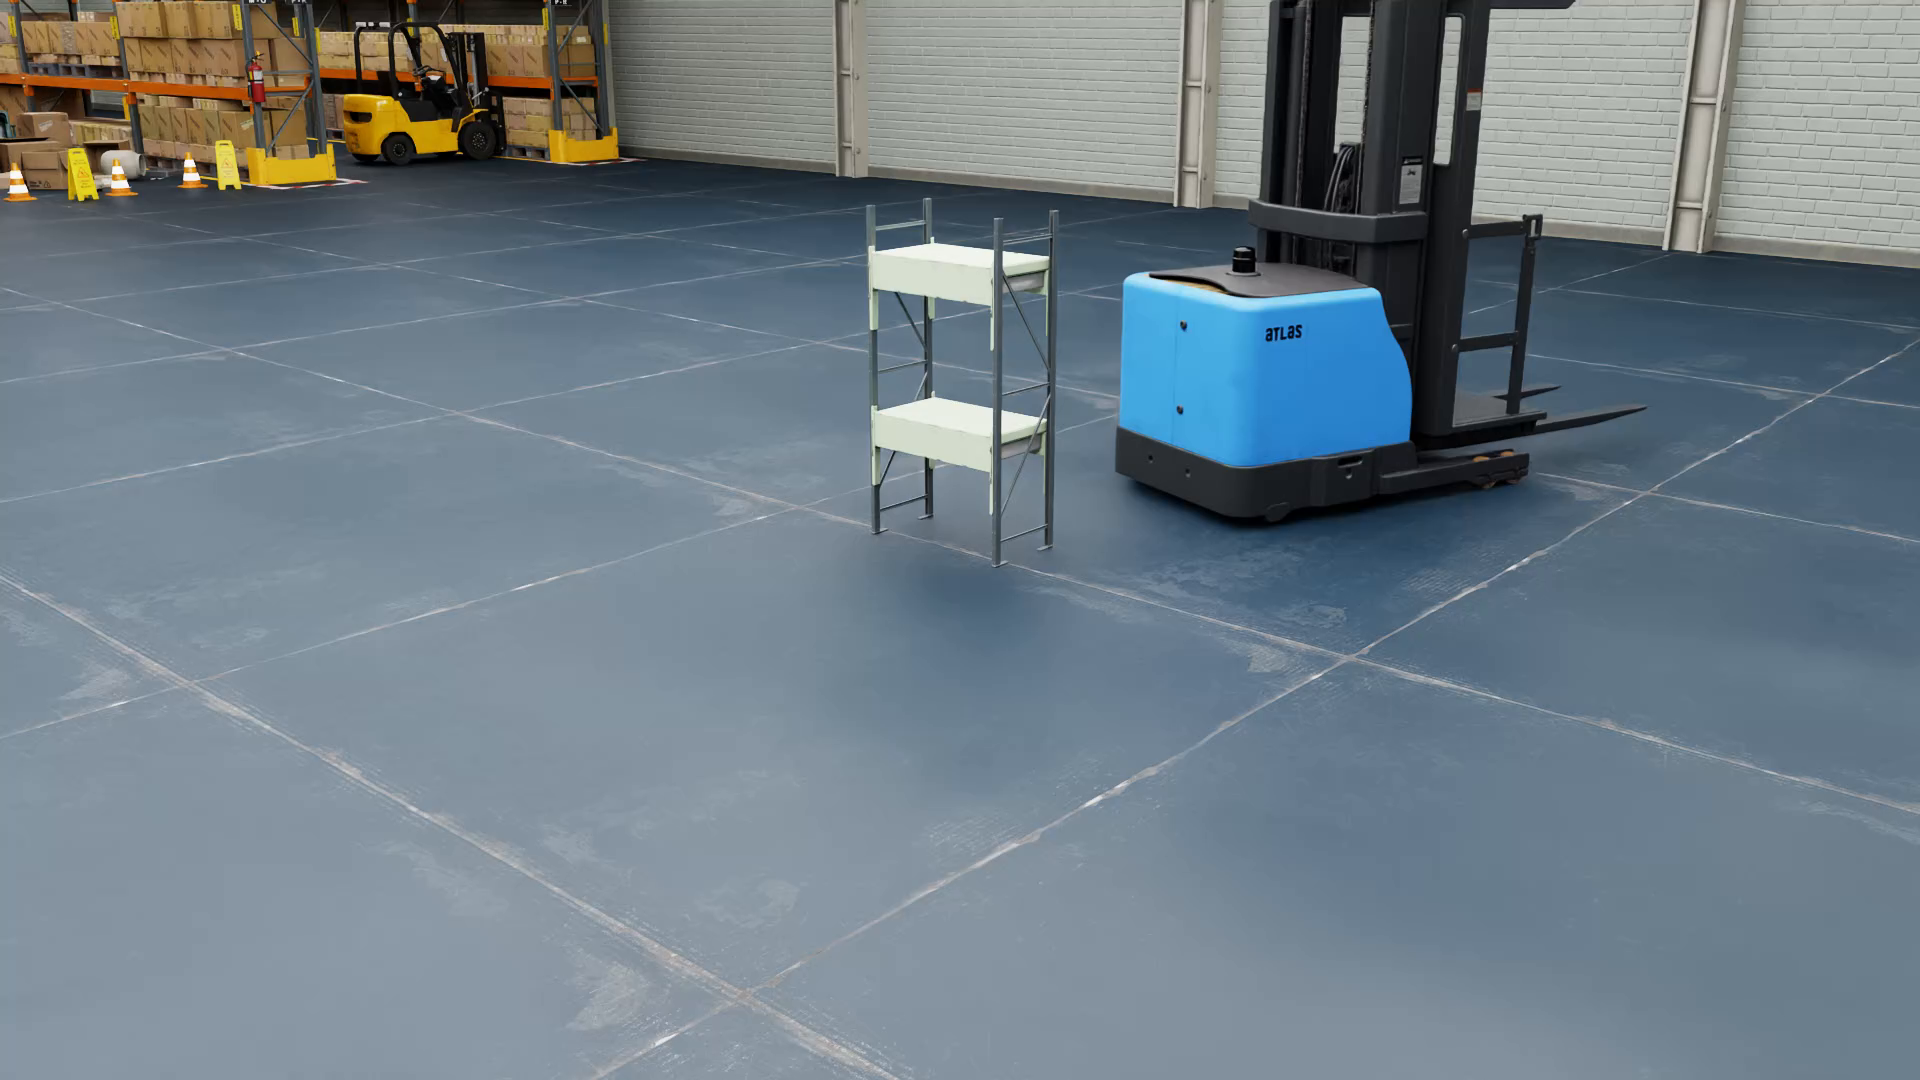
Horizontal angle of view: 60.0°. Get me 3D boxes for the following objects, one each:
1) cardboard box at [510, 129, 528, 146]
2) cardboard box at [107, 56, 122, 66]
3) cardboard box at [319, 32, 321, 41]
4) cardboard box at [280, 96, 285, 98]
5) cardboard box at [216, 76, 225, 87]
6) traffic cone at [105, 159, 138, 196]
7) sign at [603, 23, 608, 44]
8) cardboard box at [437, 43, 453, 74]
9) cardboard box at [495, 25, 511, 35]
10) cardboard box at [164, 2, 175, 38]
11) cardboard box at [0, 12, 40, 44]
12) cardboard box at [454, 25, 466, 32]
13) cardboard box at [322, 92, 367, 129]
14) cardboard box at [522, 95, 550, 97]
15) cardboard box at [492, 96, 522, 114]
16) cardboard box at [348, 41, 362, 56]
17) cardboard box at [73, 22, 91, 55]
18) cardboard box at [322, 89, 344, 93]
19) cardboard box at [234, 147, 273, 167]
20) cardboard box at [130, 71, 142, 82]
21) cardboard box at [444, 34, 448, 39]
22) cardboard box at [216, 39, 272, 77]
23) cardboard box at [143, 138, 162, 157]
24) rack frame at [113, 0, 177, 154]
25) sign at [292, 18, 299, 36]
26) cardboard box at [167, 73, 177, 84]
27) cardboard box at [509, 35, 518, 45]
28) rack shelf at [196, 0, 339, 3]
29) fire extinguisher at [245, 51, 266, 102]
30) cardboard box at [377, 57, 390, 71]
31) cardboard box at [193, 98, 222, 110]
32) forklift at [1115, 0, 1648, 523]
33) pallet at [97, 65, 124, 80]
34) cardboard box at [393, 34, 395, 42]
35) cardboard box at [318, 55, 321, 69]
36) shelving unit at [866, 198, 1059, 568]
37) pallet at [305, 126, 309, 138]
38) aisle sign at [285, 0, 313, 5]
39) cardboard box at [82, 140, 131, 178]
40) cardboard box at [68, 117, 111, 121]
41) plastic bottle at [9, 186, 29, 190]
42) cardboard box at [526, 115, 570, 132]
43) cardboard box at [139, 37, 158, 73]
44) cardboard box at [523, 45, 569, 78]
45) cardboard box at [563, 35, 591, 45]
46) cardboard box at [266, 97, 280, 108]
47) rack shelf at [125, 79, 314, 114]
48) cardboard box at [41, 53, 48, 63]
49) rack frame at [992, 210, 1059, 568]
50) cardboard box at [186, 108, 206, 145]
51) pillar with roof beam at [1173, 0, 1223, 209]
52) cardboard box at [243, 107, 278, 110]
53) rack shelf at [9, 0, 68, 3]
[{"bbox_3d":[-7.074,-6.664,27.501,0.500,0.250,0.500,15,23,39],"label":"cardboard box"},{"bbox_3d":[-12.999,-7.450,25.848,0.250,0.149,0.380,15,23,40],"label":"cardboard box"},{"bbox_3d":[-11.888,-9.428,31.124,0.250,0.149,0.380,16,23,40],"label":"cardboard box"},{"bbox_3d":[-13.061,-8.726,32.514,0.250,0.149,0.380,14,22,37],"label":"cardboard box"},{"bbox_3d":[-10.302,-6.514,23.595,0.250,0.149,0.380,15,23,38],"label":"cardboard box"},{"bbox_3d":[-11.100,-4.791,21.944,0.334,0.463,0.336,15,23,39],"label":"traffic cone"},{"bbox_3d":[-5.775,-8.224,27.004,0.005,0.325,0.100,15,23,39],"label":"sign"},{"bbox_3d":[-8.580,-8.251,28.486,0.500,0.500,0.500,16,23,40],"label":"cardboard box"},{"bbox_3d":[-7.379,-8.355,27.250,0.250,0.149,0.380,16,23,41],"label":"cardboard box"},{"bbox_3d":[-11.071,-7.559,24.160,0.500,0.500,0.700,15,23,39],"label":"cardboard box"},{"bbox_3d":[-15.983,-8.701,28.250,0.500,0.500,0.500,14,23,38],"label":"cardboard box"},{"bbox_3d":[-8.309,-8.618,28.078,0.250,0.149,0.380,15,23,38],"label":"cardboard box"},{"bbox_3d":[-11.674,-8.195,31.708,0.625,0.625,0.875,16,24,41],"label":"cardboard box"},{"bbox_3d":[-7.124,-7.357,28.033,0.500,0.250,0.500,15,23,39],"label":"cardboard box"},{"bbox_3d":[-7.469,-7.238,27.657,0.500,0.250,0.500,15,23,40],"label":"cardboard box"},{"bbox_3d":[-10.809,-8.971,30.342,0.500,0.250,0.500,15,23,40],"label":"cardboard box"},{"bbox_3d":[-13.683,-7.963,26.394,0.500,0.500,0.500,16,24,41],"label":"cardboard box"},{"bbox_3d":[-12.314,-8.749,32.585,0.250,0.149,0.380,17,24,42],"label":"cardboard box"},{"bbox_3d":[-10.241,-5.521,23.902,0.500,0.250,0.500,15,23,39],"label":"cardboard box"},{"bbox_3d":[-12.408,-7.073,25.355,0.250,0.149,0.380,15,23,39],"label":"cardboard box"},{"bbox_3d":[-8.532,-8.522,28.267,0.250,0.149,0.380,16,23,40],"label":"cardboard box"},{"bbox_3d":[-10.028,-6.762,23.301,0.500,0.500,0.500,15,23,38],"label":"cardboard box"},{"bbox_3d":[-12.169,-6.039,25.532,0.500,0.250,0.500,14,22,37],"label":"cardboard box"},{"bbox_3d":[-12.431,-7.329,25.745,0.127,3.000,1.000,15,23,39],"label":"rack frame"},{"bbox_3d":[-12.484,-9.645,31.261,0.005,0.325,0.100,15,23,39],"label":"sign"},{"bbox_3d":[-11.458,-6.814,24.539,0.250,0.149,0.380,15,23,40],"label":"cardboard box"},{"bbox_3d":[-7.135,-8.175,27.175,0.250,0.149,0.380,15,23,39],"label":"cardboard box"},{"bbox_3d":[-13.627,-10.744,32.737,4.000,0.370,1.077,15,23,39],"label":"rack shelf"},{"bbox_3d":[-9.660,-6.361,22.825,0.183,0.674,0.296,15,23,39],"label":"fire extinguisher"},{"bbox_3d":[-10.070,-8.523,29.755,0.500,0.250,0.500,15,23,39],"label":"cardboard box"},{"bbox_3d":[-10.913,-6.347,24.190,0.250,0.149,0.380,16,24,42],"label":"cardboard box"},{"bbox_3d":[2.328,-1.784,8.386,3.031,2.935,1.130,-10,20,-28],"label":"forklift"},{"bbox_3d":[-12.906,-7.424,26.361,1.213,0.211,1.003,15,23,39],"label":"pallet"},{"bbox_3d":[-9.895,-8.936,29.573,0.250,0.149,0.380,15,23,39],"label":"cardboard box"},{"bbox_3d":[-11.961,-9.040,31.385,0.500,0.250,0.500,15,23,39],"label":"cardboard box"},{"bbox_3d":[0.005,-0.714,7.381,0.755,1.500,0.431,15,23,39],"label":"shelving unit"},{"bbox_3d":[-12.664,-8.085,32.738,1.213,0.211,1.003,15,23,39],"label":"pallet"},{"bbox_3d":[-9.187,-7.822,23.003,0.004,0.787,0.394,15,23,39],"label":"aisle sign"},{"bbox_3d":[-12.533,-5.615,24.475,0.500,0.500,0.500,-3,18,-8],"label":"cardboard box"},{"bbox_3d":[-15.007,-6.964,28.245,0.625,0.372,0.950,13,22,36],"label":"cardboard box"},{"bbox_3d":[-12.786,-4.774,22.554,0.283,0.061,0.133,7,19,21],"label":"plastic bottle"},{"bbox_3d":[-6.719,-6.804,27.117,0.500,0.250,0.500,15,23,39],"label":"cardboard box"},{"bbox_3d":[-11.896,-7.271,24.907,0.500,0.500,0.500,15,23,39],"label":"cardboard box"},{"bbox_3d":[-6.690,-7.736,26.864,0.500,0.500,0.500,14,23,38],"label":"cardboard box"},{"bbox_3d":[-6.229,-8.133,27.042,0.250,0.149,0.380,14,23,38],"label":"cardboard box"},{"bbox_3d":[-13.351,-8.508,32.899,0.500,0.500,0.500,16,24,42],"label":"cardboard box"},{"bbox_3d":[-10.935,-6.584,24.589,4.000,0.370,1.077,15,23,39],"label":"rack shelf"},{"bbox_3d":[-14.940,-7.975,27.503,0.250,0.149,0.380,13,22,36],"label":"cardboard box"},{"bbox_3d":[0.279,-0.640,7.149,0.023,1.500,0.400,15,23,39],"label":"rack frame"},{"bbox_3d":[-10.977,-6.081,24.426,0.500,0.500,0.500,14,23,38],"label":"cardboard box"},{"bbox_3d":[0.048,-7.469,16.270,0.400,9.000,9.100,15,23,39],"label":"pillar with roof beam"},{"bbox_3d":[-10.271,-6.106,24.503,0.500,0.500,0.500,14,22,37],"label":"cardboard box"},{"bbox_3d":[-16.919,-9.620,29.196,4.000,0.370,1.077,15,23,39],"label":"rack shelf"}]
